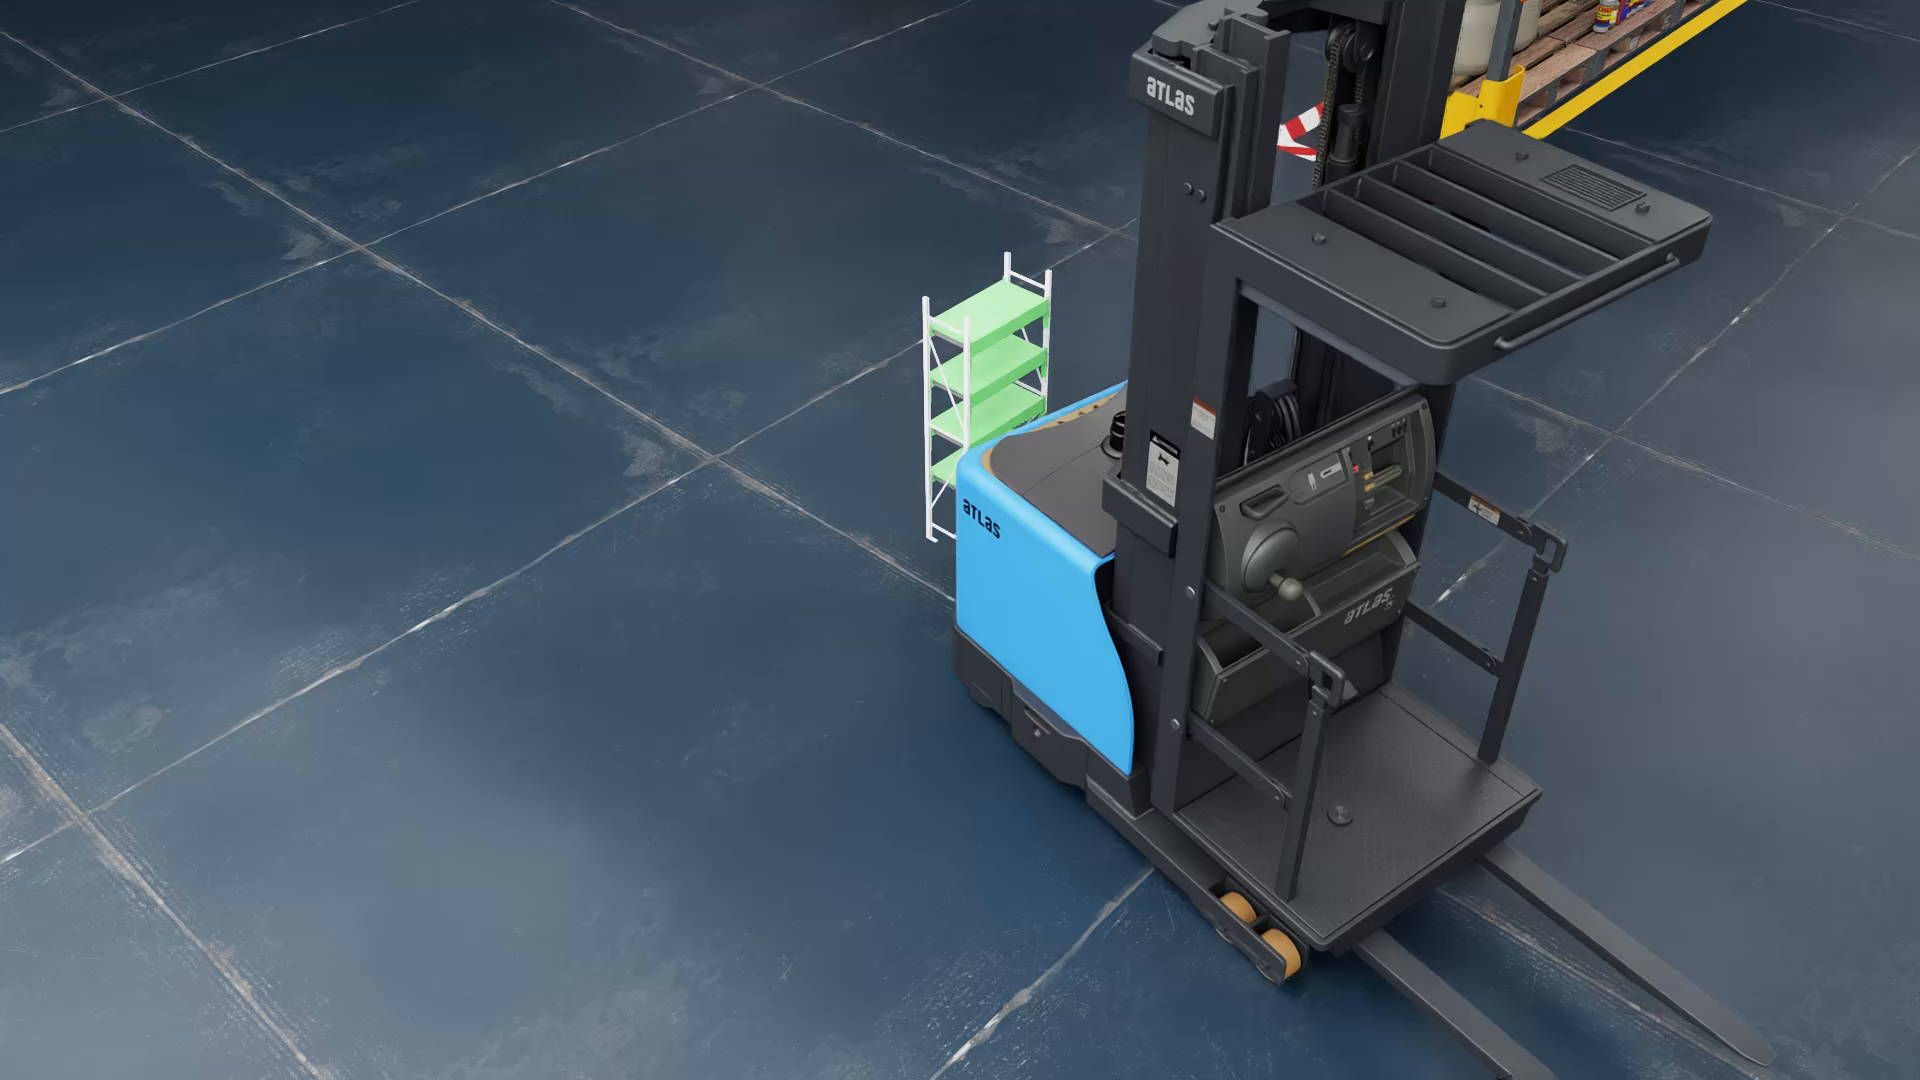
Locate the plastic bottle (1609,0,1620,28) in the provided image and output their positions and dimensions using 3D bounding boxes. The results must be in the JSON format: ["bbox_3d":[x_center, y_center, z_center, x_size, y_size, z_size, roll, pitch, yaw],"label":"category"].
[{"bbox_3d":[4.393,-3.571,11.226,0.097,0.201,0.097,0,38,0],"label":"plastic bottle"}]

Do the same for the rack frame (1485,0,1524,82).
[{"bbox_3d":[2.870,-3.744,9.549,1.000,3.000,0.127,30,47,32],"label":"rack frame"}]

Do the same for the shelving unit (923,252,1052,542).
[{"bbox_3d":[0.112,-0.546,6.972,0.258,1.200,0.503,30,47,32],"label":"shelving unit"}]

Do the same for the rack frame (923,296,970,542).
[{"bbox_3d":[-0.053,-0.434,6.831,0.240,1.200,0.015,30,47,32],"label":"rack frame"}]

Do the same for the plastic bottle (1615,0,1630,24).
[{"bbox_3d":[4.489,-3.652,11.262,0.061,0.283,0.133,30,48,33],"label":"plastic bottle"}]

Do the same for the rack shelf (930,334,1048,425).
[{"bbox_3d":[0.112,-0.684,6.863,0.258,0.148,0.480,30,47,32],"label":"rack shelf"}]

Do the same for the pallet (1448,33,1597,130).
[{"bbox_3d":[3.439,-3.079,10.952,1.003,0.211,1.213,30,47,32],"label":"pallet"}]

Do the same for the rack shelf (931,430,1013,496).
[{"bbox_3d":[0.112,-0.308,7.161,0.258,0.148,0.480,30,47,32],"label":"rack shelf"}]

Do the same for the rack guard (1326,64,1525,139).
[{"bbox_3d":[2.887,-2.821,10.396,1.175,0.500,0.348,30,47,32],"label":"rack guard"}]

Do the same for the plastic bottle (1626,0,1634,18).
[{"bbox_3d":[4.554,-3.708,11.342,0.097,0.271,0.097,0,38,0],"label":"plastic bottle"}]

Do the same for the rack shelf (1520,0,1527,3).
[{"bbox_3d":[4.219,-4.382,10.928,1.077,0.370,4.000,30,47,32],"label":"rack shelf"}]

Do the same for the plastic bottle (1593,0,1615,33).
[{"bbox_3d":[4.323,-3.551,11.144,0.097,0.271,0.097,0,38,0],"label":"plastic bottle"}]

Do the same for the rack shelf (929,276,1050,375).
[{"bbox_3d":[0.112,-0.871,6.713,0.258,0.148,0.480,30,47,32],"label":"rack shelf"}]

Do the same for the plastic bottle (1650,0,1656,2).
[{"bbox_3d":[4.827,-3.867,11.598,0.097,0.201,0.097,0,38,0],"label":"plastic bottle"}]

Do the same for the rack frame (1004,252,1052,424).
[{"bbox_3d":[0.276,-0.658,7.113,0.240,1.200,0.015,30,47,32],"label":"rack frame"}]

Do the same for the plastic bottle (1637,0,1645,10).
[{"bbox_3d":[4.689,-3.772,11.479,0.097,0.201,0.097,0,38,0],"label":"plastic bottle"}]

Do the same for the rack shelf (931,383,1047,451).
[{"bbox_3d":[0.112,-0.496,7.012,0.258,0.148,0.480,30,47,32],"label":"rack shelf"}]

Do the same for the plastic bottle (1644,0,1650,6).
[{"bbox_3d":[4.759,-3.847,11.517,0.097,0.271,0.097,0,38,0],"label":"plastic bottle"}]

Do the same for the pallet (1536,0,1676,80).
[{"bbox_3d":[4.262,-3.637,11.654,1.003,0.211,1.213,30,47,32],"label":"pallet"}]

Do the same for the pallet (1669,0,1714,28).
[{"bbox_3d":[5.085,-4.200,12.362,1.003,0.211,1.213,30,47,32],"label":"pallet"}]

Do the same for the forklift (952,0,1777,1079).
[{"bbox_3d":[1.259,-0.058,4.968,1.130,2.935,3.031,-25,45,-28],"label":"forklift"}]

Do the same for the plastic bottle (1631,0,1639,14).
[{"bbox_3d":[4.622,-3.754,11.400,0.097,0.271,0.097,0,38,0],"label":"plastic bottle"}]

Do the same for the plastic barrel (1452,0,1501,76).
[{"bbox_3d":[3.258,-3.270,10.613,0.421,0.512,0.421,0,38,0],"label":"plastic barrel"}]

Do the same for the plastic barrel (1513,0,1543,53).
[{"bbox_3d":[3.596,-3.500,10.903,0.421,0.512,0.421,0,38,0],"label":"plastic barrel"}]
